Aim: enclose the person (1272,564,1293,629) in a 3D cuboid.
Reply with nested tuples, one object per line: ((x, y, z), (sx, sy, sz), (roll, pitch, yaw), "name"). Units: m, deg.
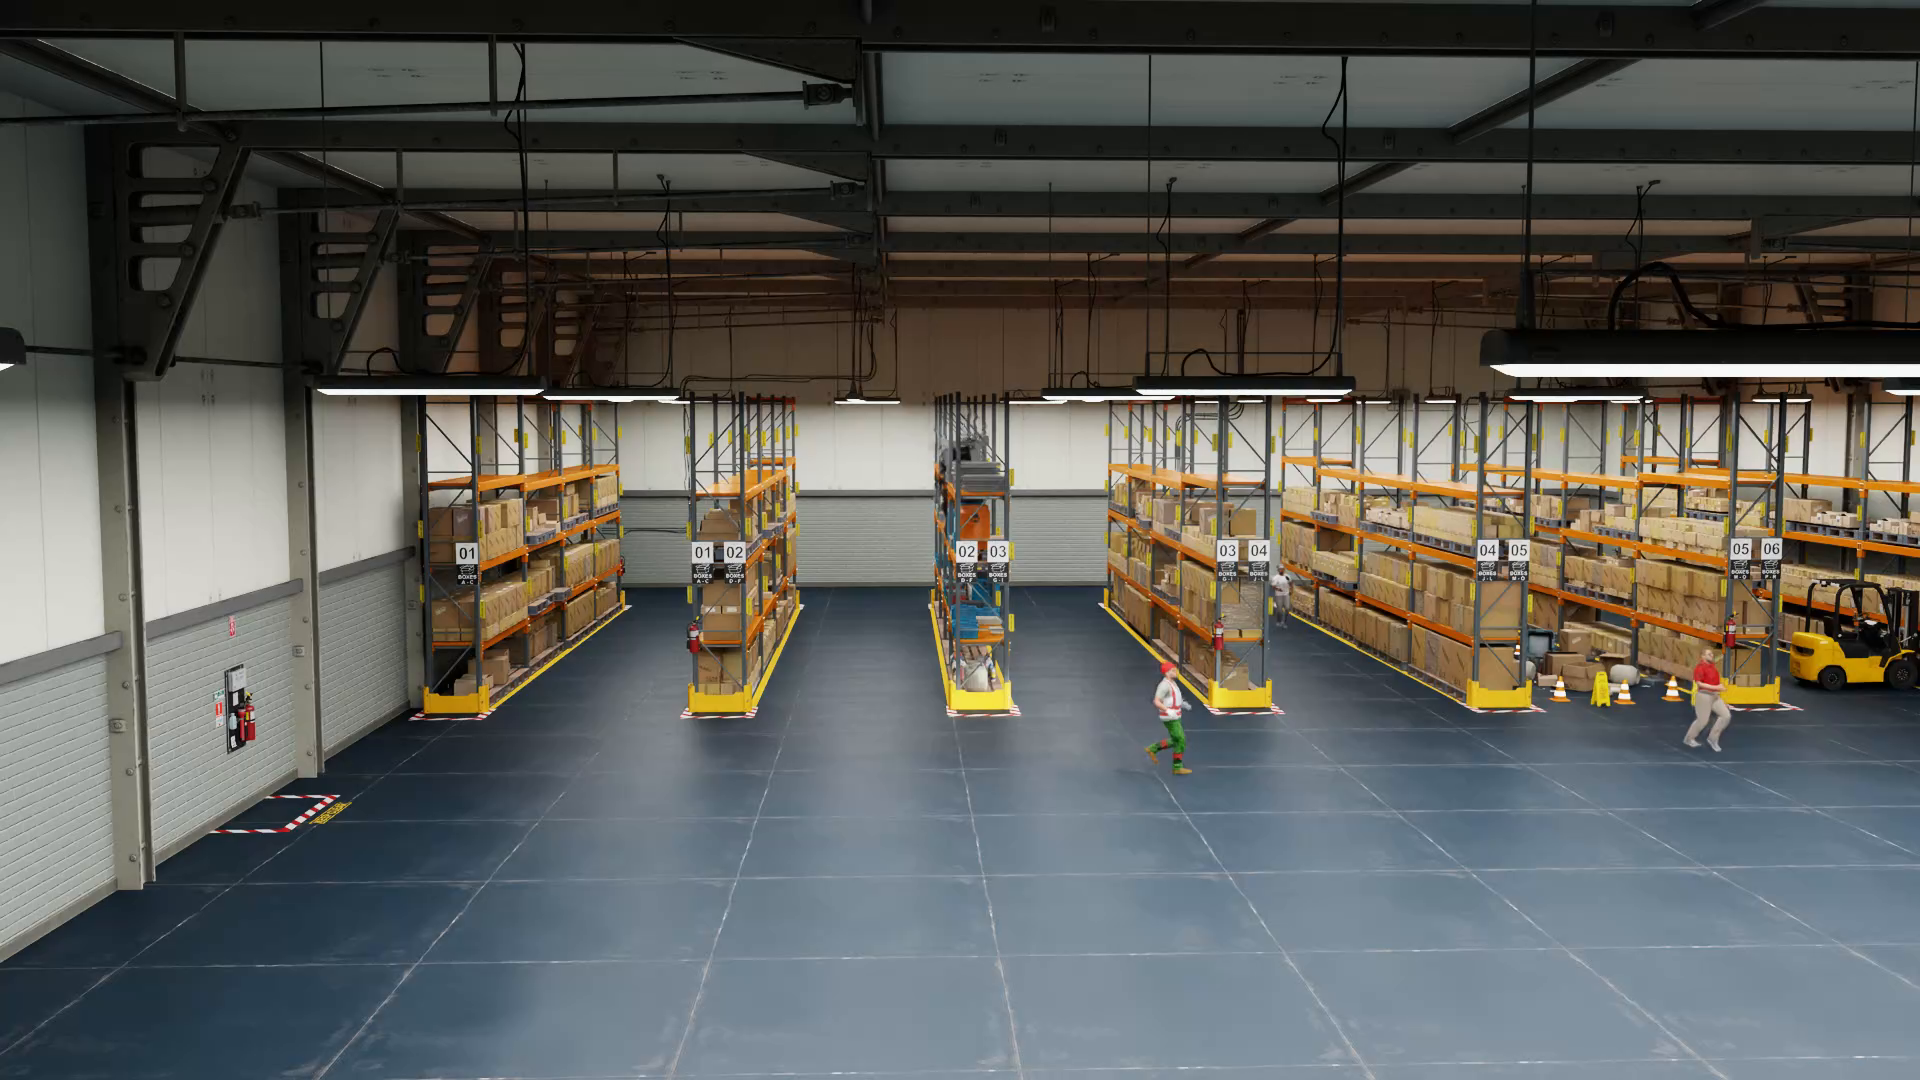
((8.346, 1.459, 42.981), (0.582, 1.707, 0.692), (0, 5, 1), "person")

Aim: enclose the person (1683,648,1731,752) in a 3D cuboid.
((12.483, 2.673, 27.738), (0.671, 1.754, 0.737), (-3, 6, -36), "person")

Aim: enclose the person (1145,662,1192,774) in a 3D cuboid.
((3.256, 2.773, 25.959), (0.756, 1.746, 0.661), (2, 5, 22), "person")
